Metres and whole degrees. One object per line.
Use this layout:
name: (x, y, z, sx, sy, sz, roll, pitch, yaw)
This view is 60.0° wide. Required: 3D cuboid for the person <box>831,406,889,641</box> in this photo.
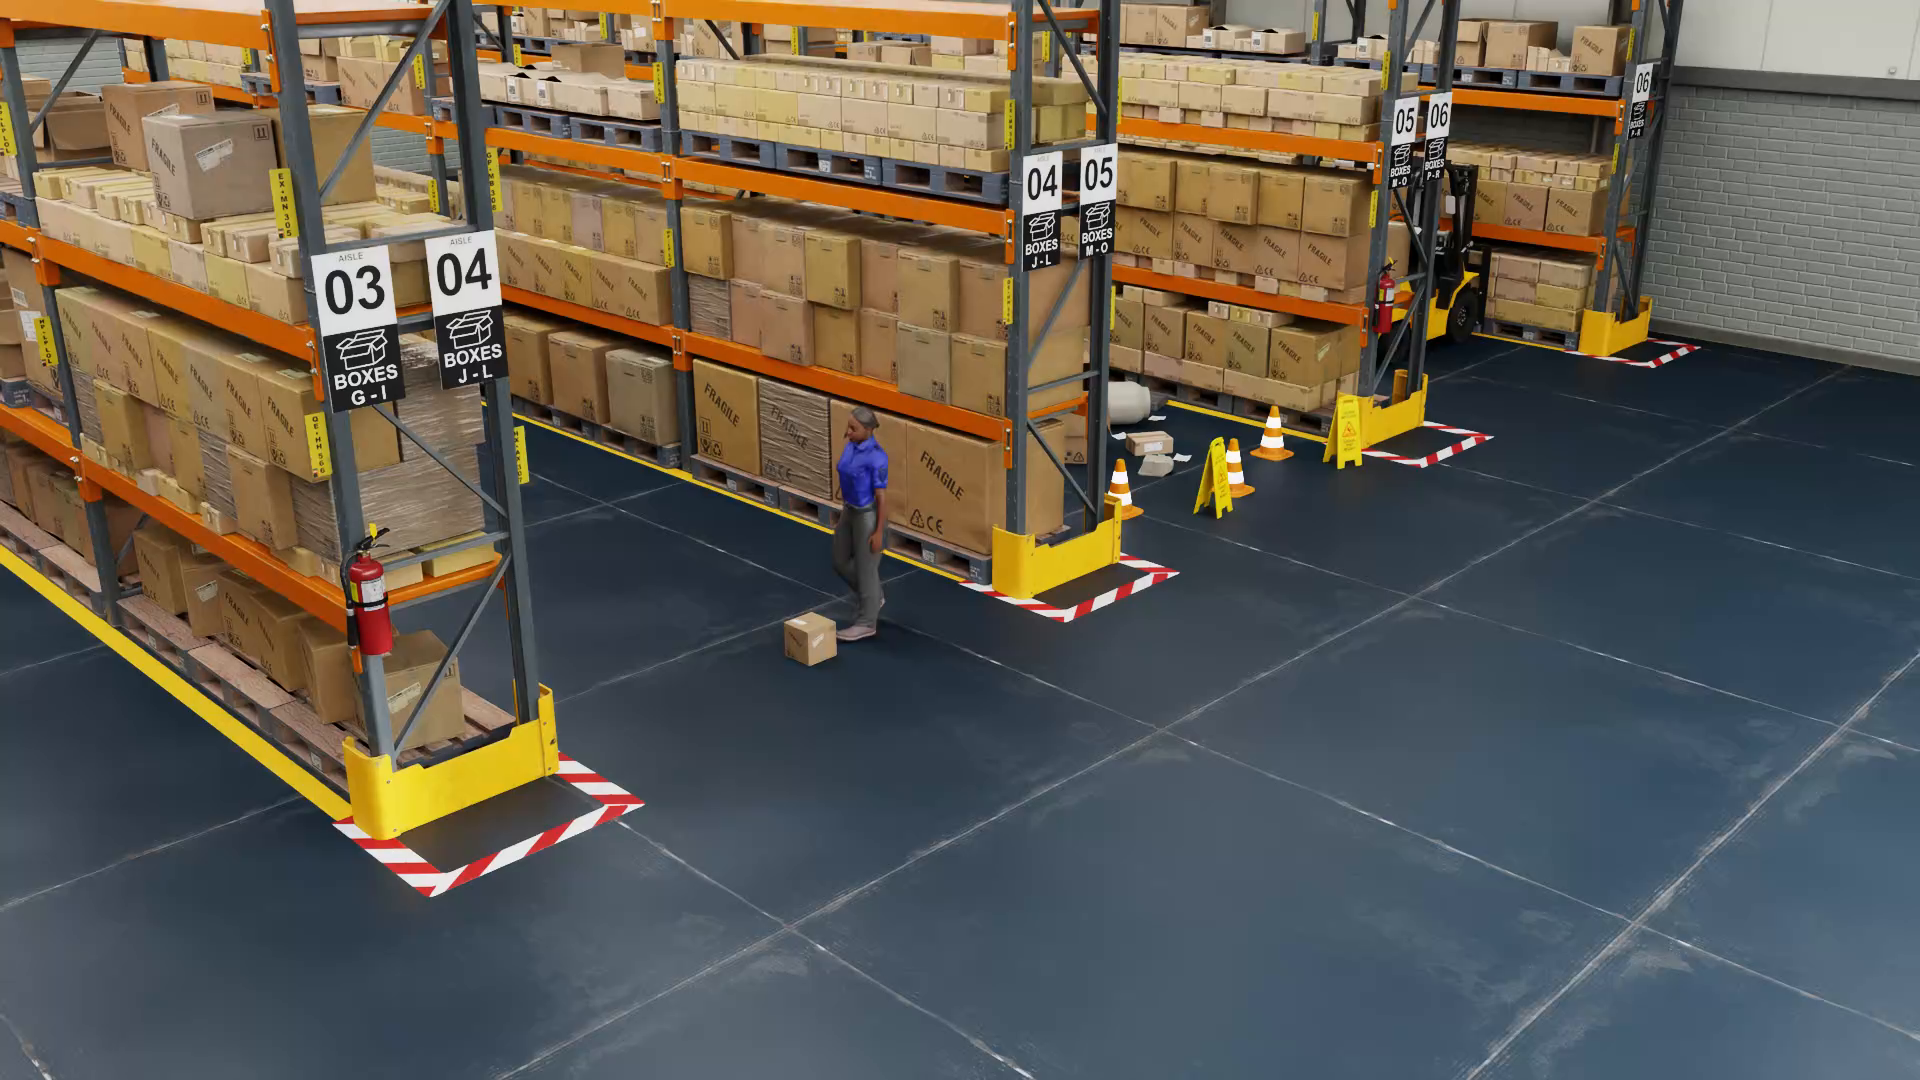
person: (-0.665, -0.121, 11.387, 0.481, 1.678, 0.500, -13, 25, -32)
